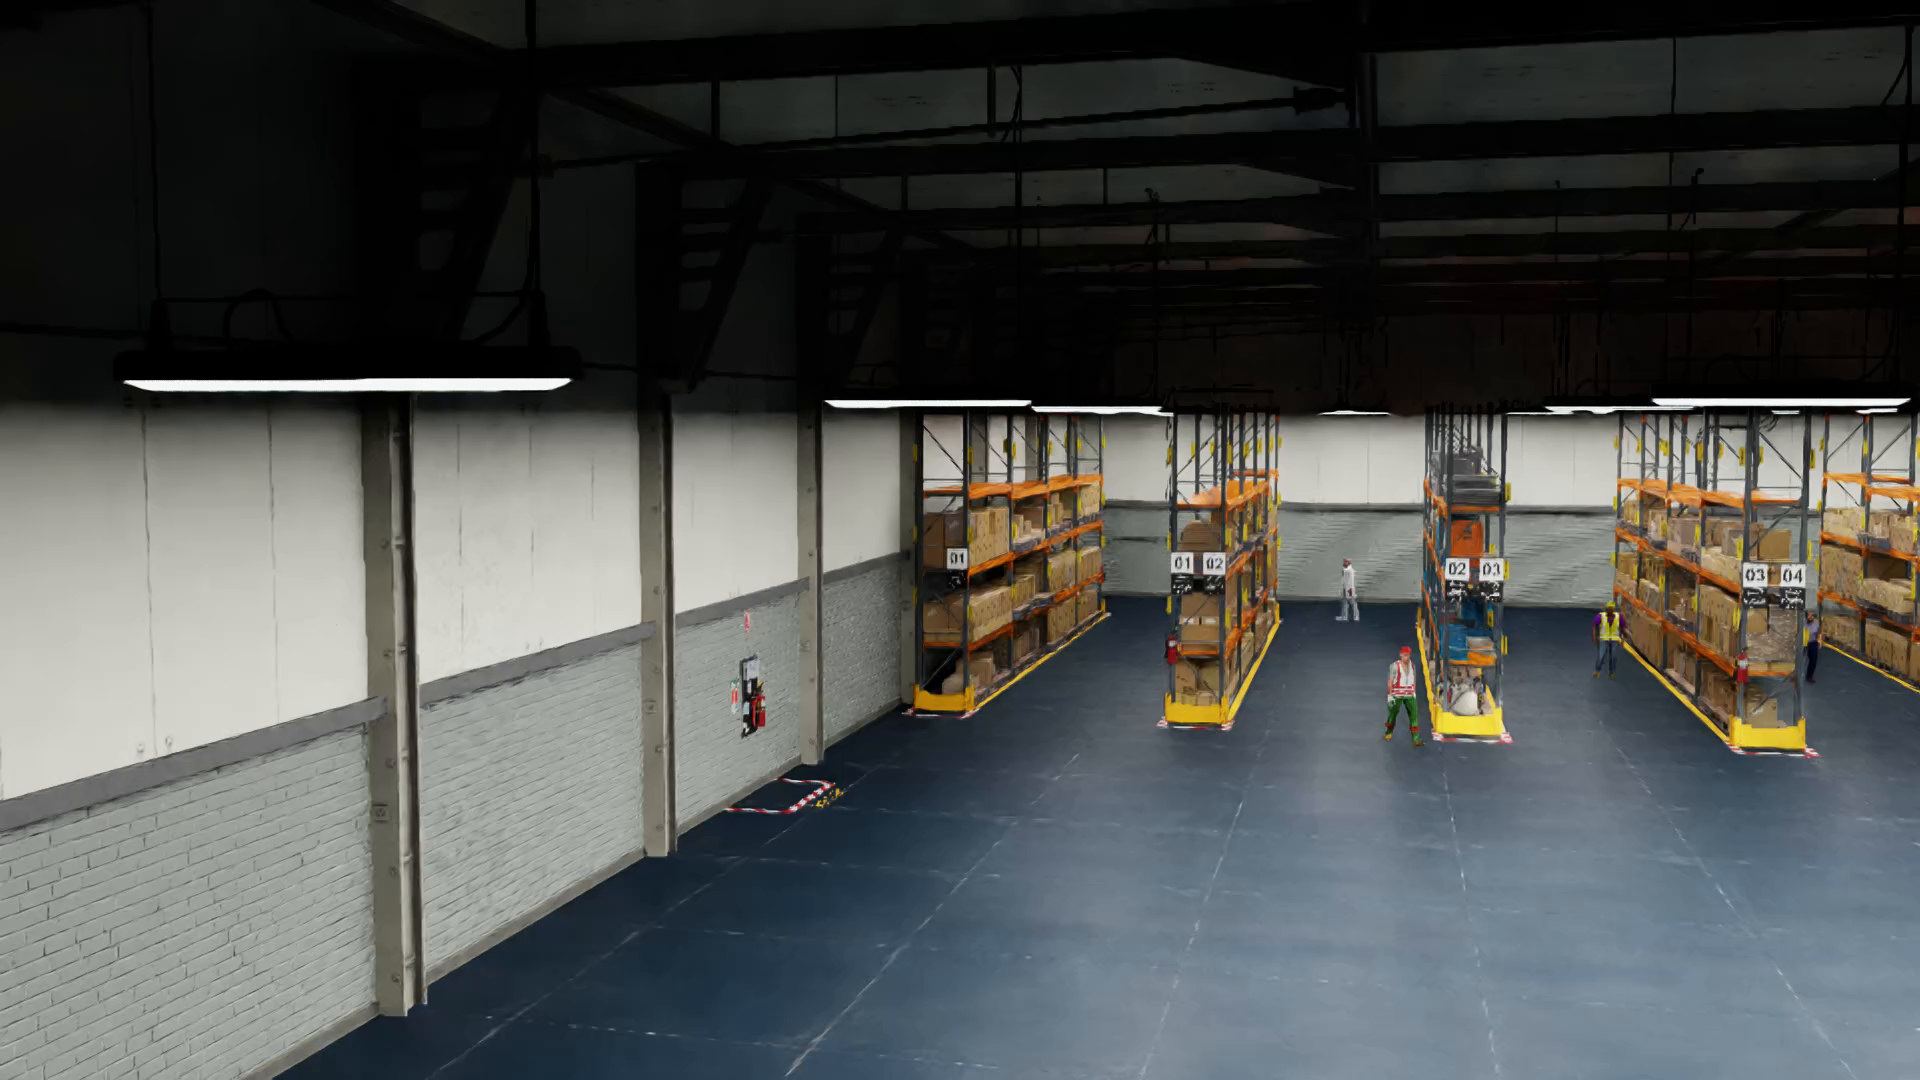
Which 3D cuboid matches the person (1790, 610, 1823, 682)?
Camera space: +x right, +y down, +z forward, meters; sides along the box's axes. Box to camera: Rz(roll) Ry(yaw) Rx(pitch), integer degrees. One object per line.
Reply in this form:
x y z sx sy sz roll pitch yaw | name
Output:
18.287 2.283 35.927 0.625 1.593 0.517 1 4 12 | person

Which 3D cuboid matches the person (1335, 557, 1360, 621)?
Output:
10.953 1.382 46.843 0.604 1.778 0.709 -1 4 -8 | person

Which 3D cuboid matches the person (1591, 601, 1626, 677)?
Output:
14.231 2.179 36.509 0.708 1.714 0.578 1 4 12 | person

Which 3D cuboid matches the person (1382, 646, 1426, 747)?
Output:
7.755 2.712 29.059 0.593 1.747 0.968 -1 4 -9 | person
